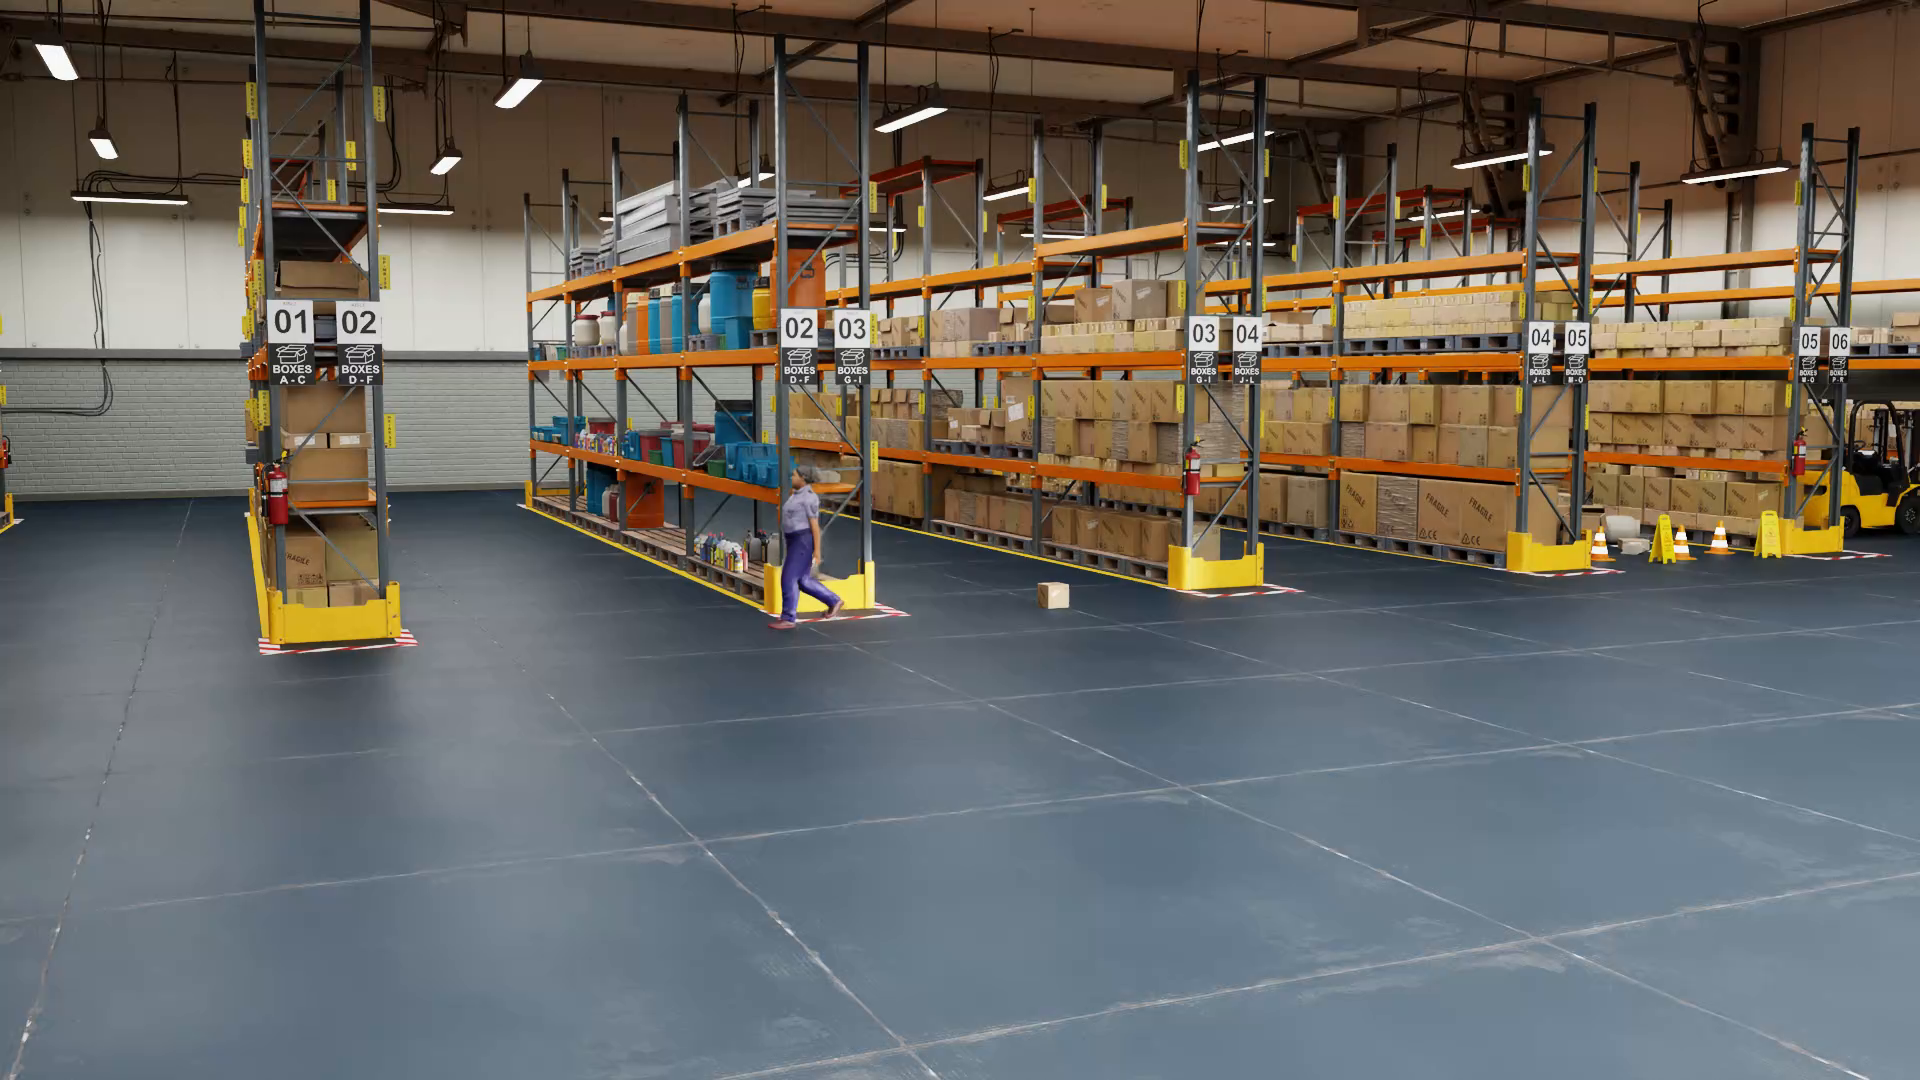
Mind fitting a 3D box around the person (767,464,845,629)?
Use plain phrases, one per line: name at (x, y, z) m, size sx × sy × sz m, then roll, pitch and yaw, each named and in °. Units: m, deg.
person at (-1.539, 0.051, 16.487) m, size 0.882 × 1.606 × 0.510 m, roll -3°, pitch 6°, yaw -25°
